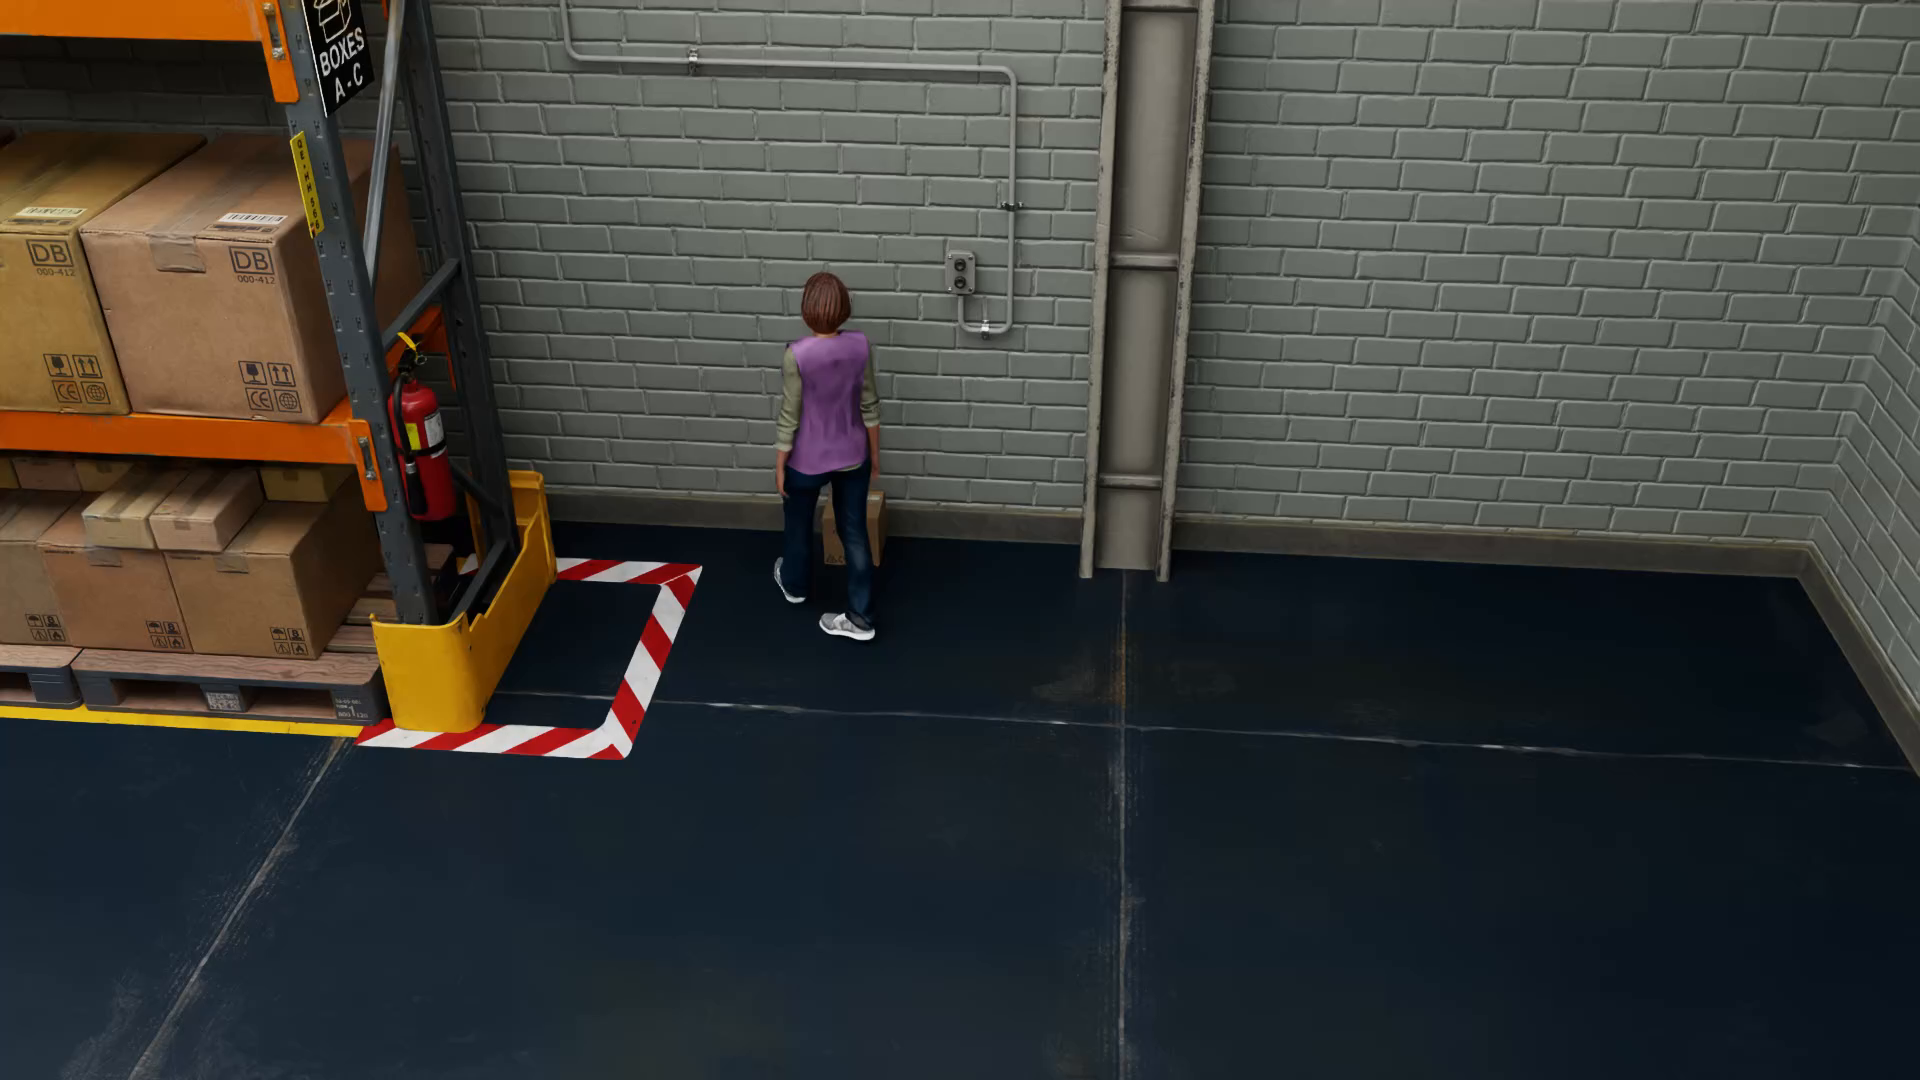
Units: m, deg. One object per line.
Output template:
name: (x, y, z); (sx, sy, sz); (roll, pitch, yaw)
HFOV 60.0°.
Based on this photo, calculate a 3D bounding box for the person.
person: (-0.573, -0.369, 6.717); (0.445, 1.590, 0.678); (-14, 35, -21)
